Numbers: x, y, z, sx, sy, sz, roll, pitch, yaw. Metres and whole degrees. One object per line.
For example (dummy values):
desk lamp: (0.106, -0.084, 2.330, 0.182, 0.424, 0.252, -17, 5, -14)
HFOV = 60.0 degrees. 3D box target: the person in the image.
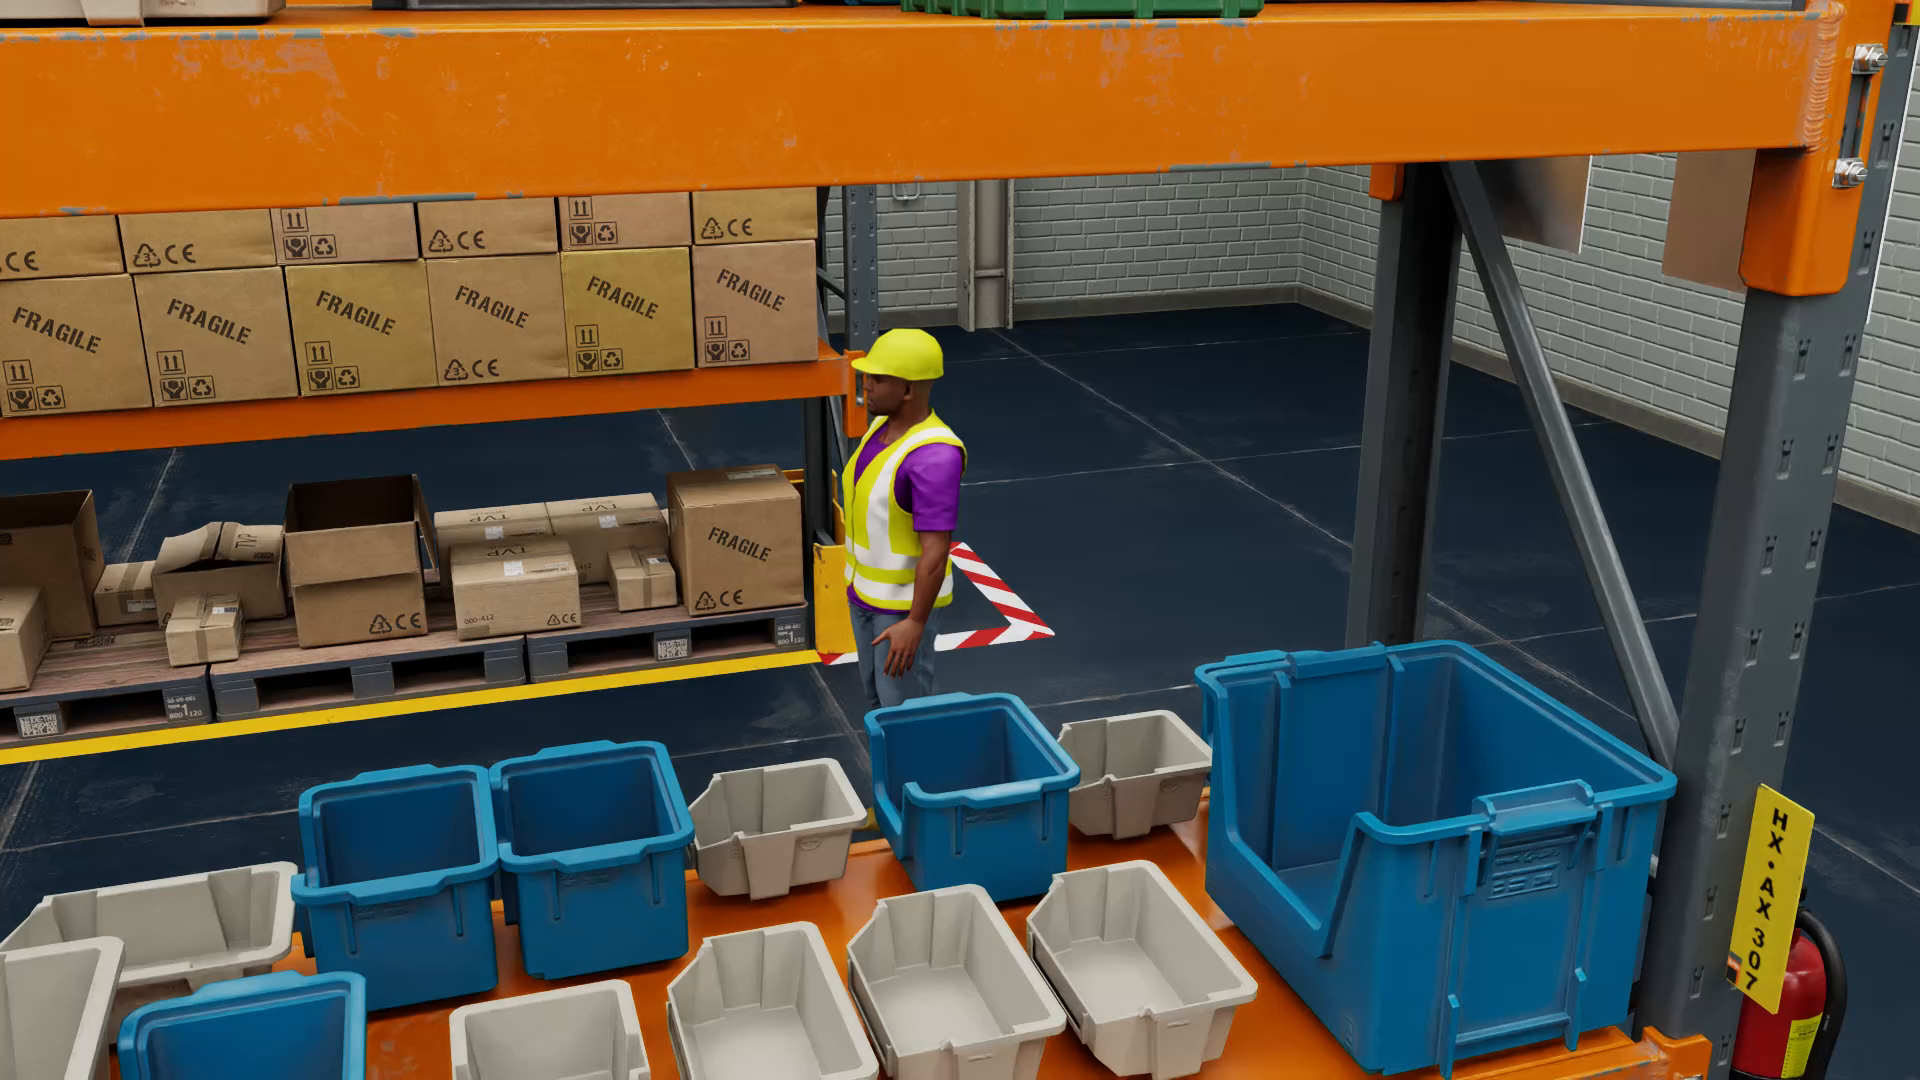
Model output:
person: (-0.215, 0.207, 5.439, 0.403, 1.804, 0.631, -8, 21, -22)
